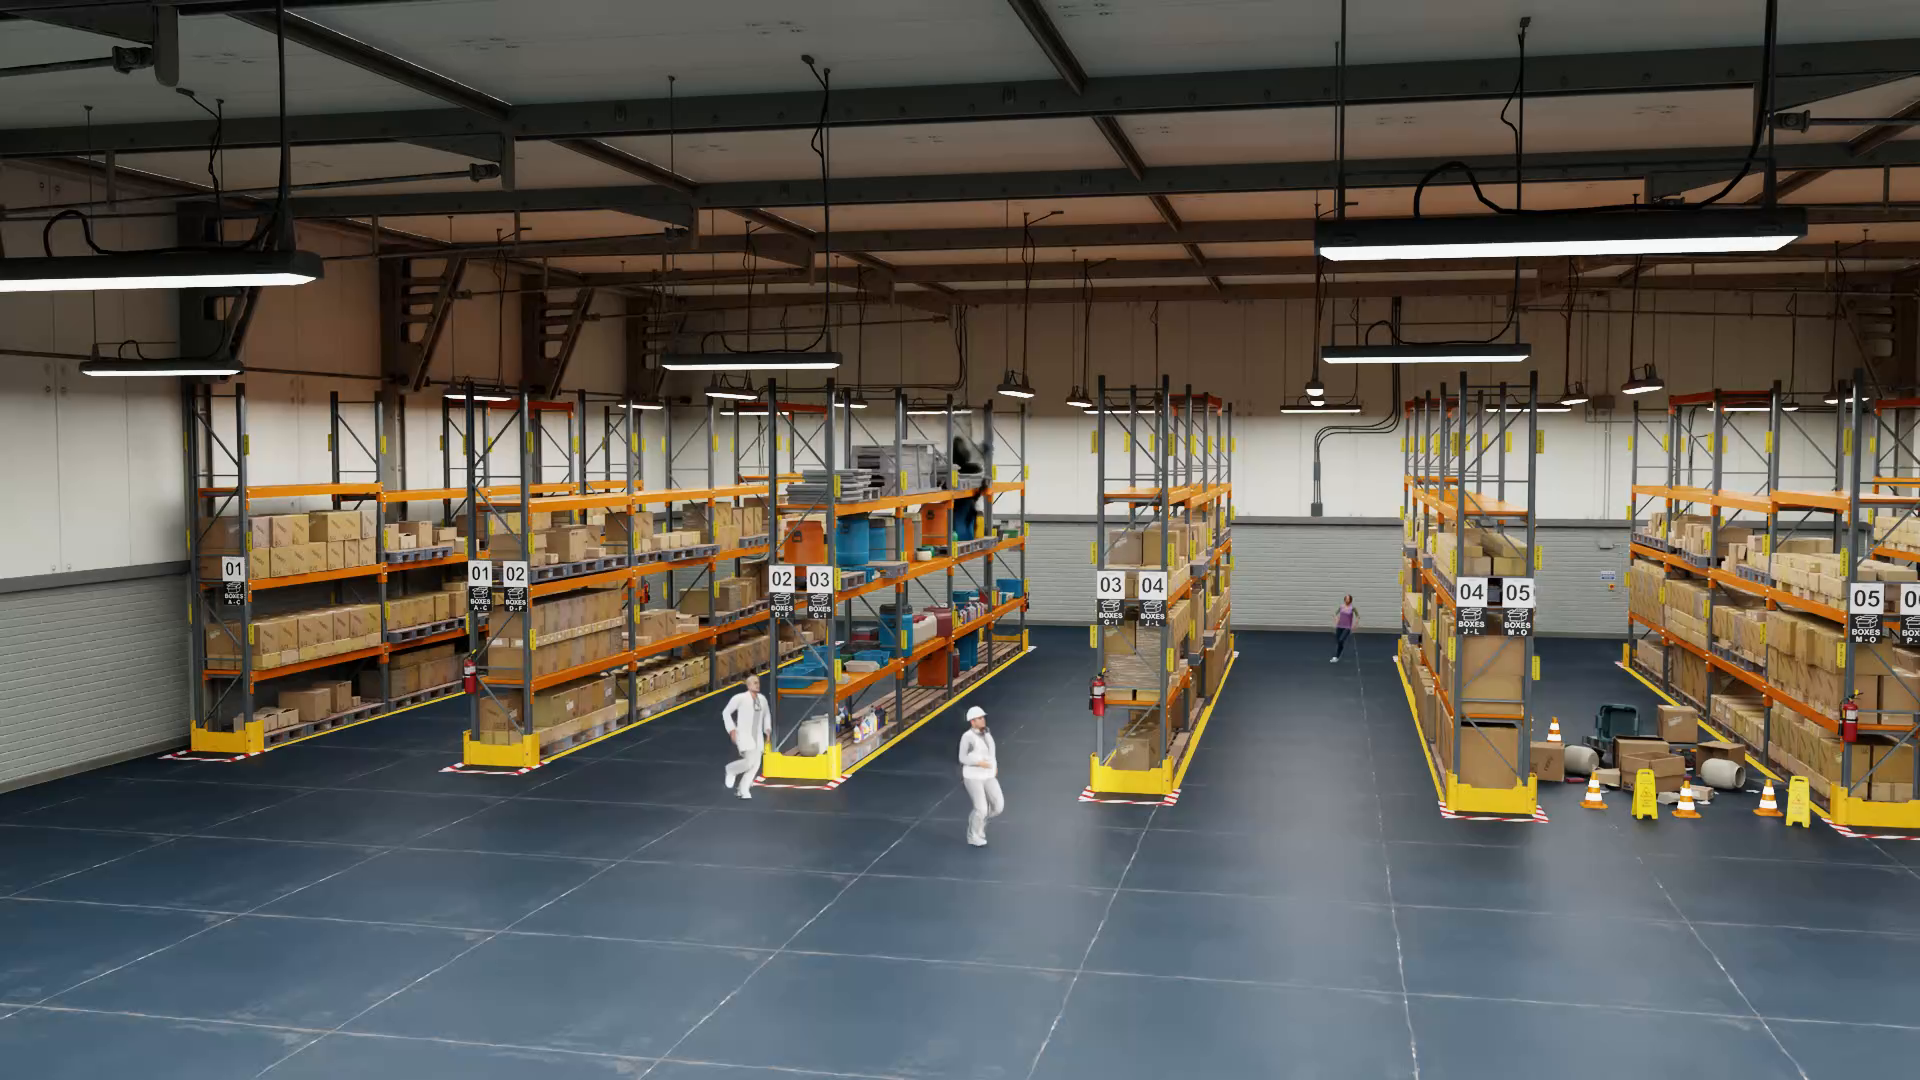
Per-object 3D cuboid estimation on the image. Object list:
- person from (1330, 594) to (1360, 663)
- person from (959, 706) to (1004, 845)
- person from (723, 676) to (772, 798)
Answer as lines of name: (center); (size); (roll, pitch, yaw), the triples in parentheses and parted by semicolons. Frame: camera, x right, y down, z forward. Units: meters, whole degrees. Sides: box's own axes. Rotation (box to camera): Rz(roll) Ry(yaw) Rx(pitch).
person: (8.881, 2.025, 38.331); (0.601, 1.555, 0.839); (2, 4, 30)
person: (0.300, 2.943, 20.712); (0.578, 1.726, 0.650); (3, 5, 44)
person: (-2.986, 2.794, 23.729); (0.753, 1.694, 0.592); (-3, 4, -43)
